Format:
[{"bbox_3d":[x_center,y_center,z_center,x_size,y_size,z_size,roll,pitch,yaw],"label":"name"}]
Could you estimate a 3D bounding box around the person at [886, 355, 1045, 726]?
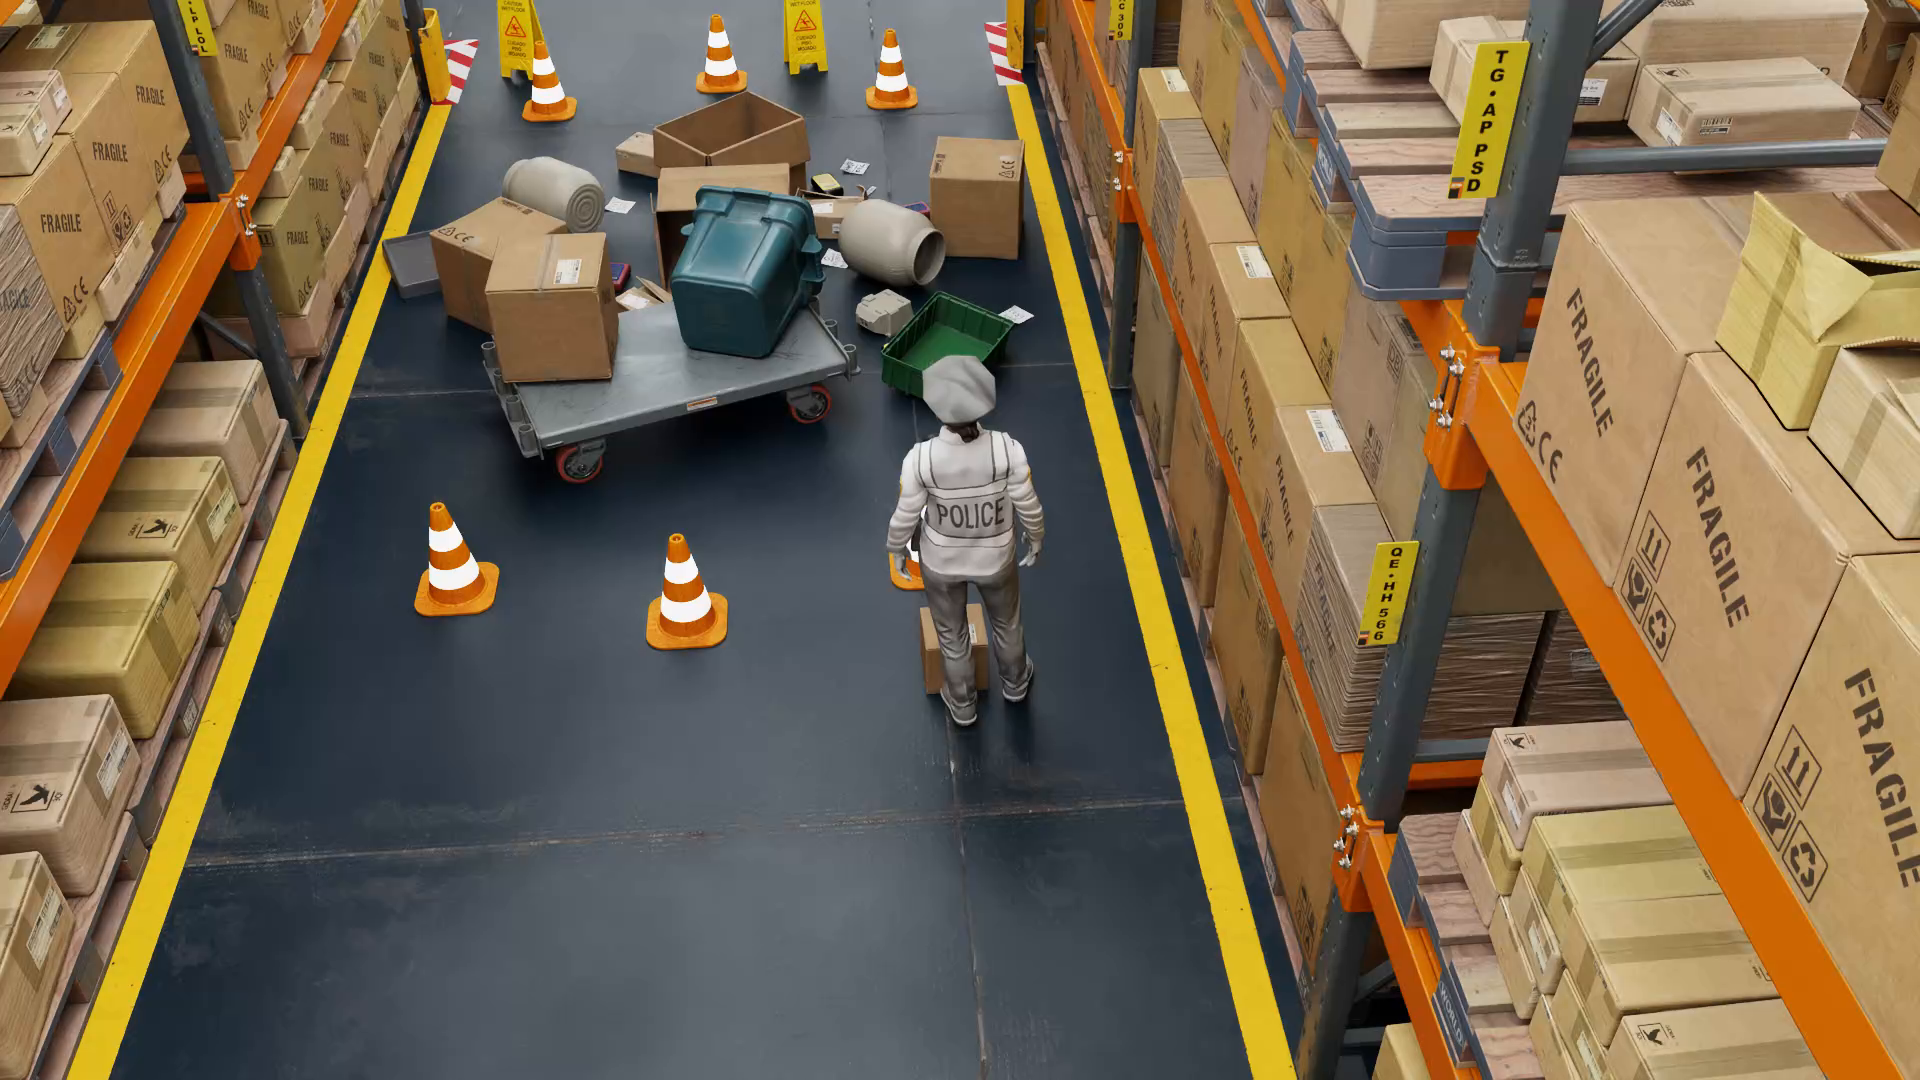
[{"bbox_3d":[0.022,0.003,6.111,0.587,1.694,0.529,-3,39,-4],"label":"person"}]
